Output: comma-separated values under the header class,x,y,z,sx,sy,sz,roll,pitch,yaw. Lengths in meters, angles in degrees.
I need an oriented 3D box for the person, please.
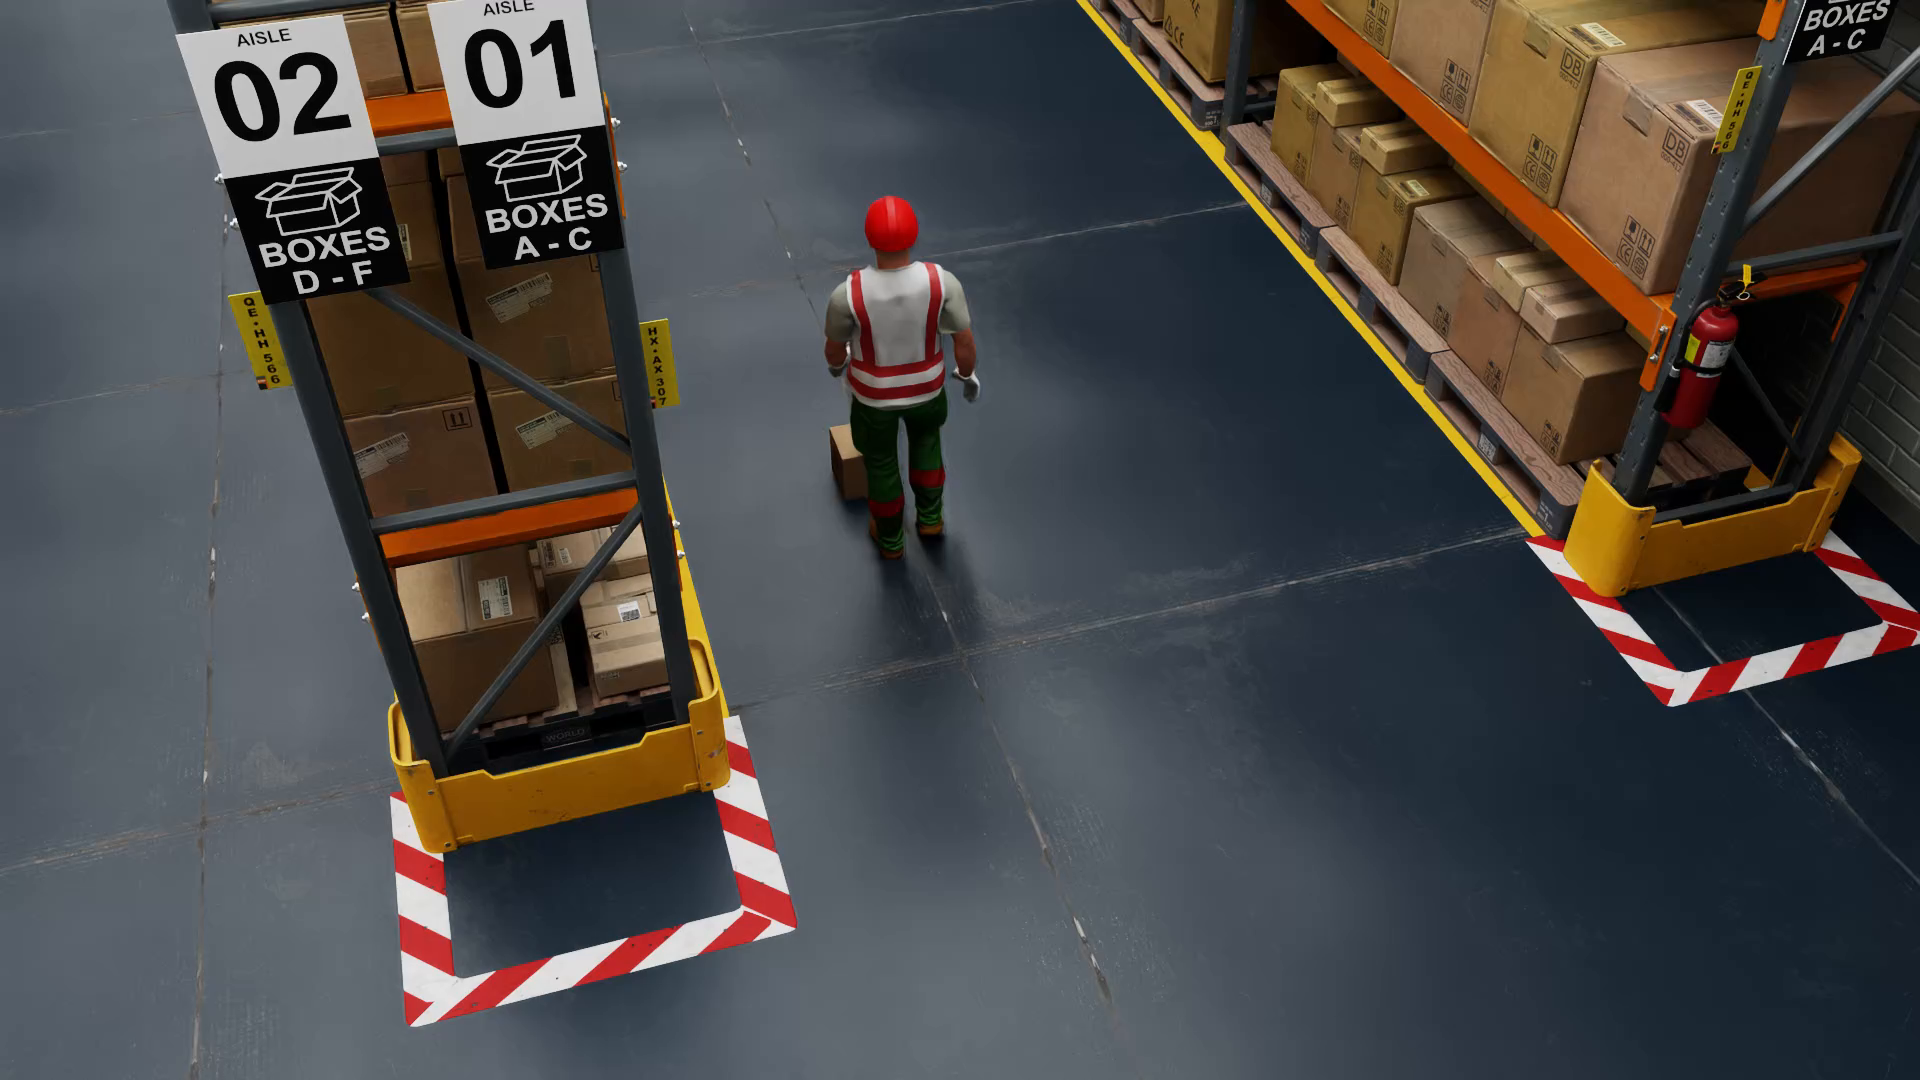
class,x,y,z,sx,sy,sz,roll,pitch,yaw
person,-0.246,-0.643,6.897,0.635,1.852,0.462,-10,43,-11
